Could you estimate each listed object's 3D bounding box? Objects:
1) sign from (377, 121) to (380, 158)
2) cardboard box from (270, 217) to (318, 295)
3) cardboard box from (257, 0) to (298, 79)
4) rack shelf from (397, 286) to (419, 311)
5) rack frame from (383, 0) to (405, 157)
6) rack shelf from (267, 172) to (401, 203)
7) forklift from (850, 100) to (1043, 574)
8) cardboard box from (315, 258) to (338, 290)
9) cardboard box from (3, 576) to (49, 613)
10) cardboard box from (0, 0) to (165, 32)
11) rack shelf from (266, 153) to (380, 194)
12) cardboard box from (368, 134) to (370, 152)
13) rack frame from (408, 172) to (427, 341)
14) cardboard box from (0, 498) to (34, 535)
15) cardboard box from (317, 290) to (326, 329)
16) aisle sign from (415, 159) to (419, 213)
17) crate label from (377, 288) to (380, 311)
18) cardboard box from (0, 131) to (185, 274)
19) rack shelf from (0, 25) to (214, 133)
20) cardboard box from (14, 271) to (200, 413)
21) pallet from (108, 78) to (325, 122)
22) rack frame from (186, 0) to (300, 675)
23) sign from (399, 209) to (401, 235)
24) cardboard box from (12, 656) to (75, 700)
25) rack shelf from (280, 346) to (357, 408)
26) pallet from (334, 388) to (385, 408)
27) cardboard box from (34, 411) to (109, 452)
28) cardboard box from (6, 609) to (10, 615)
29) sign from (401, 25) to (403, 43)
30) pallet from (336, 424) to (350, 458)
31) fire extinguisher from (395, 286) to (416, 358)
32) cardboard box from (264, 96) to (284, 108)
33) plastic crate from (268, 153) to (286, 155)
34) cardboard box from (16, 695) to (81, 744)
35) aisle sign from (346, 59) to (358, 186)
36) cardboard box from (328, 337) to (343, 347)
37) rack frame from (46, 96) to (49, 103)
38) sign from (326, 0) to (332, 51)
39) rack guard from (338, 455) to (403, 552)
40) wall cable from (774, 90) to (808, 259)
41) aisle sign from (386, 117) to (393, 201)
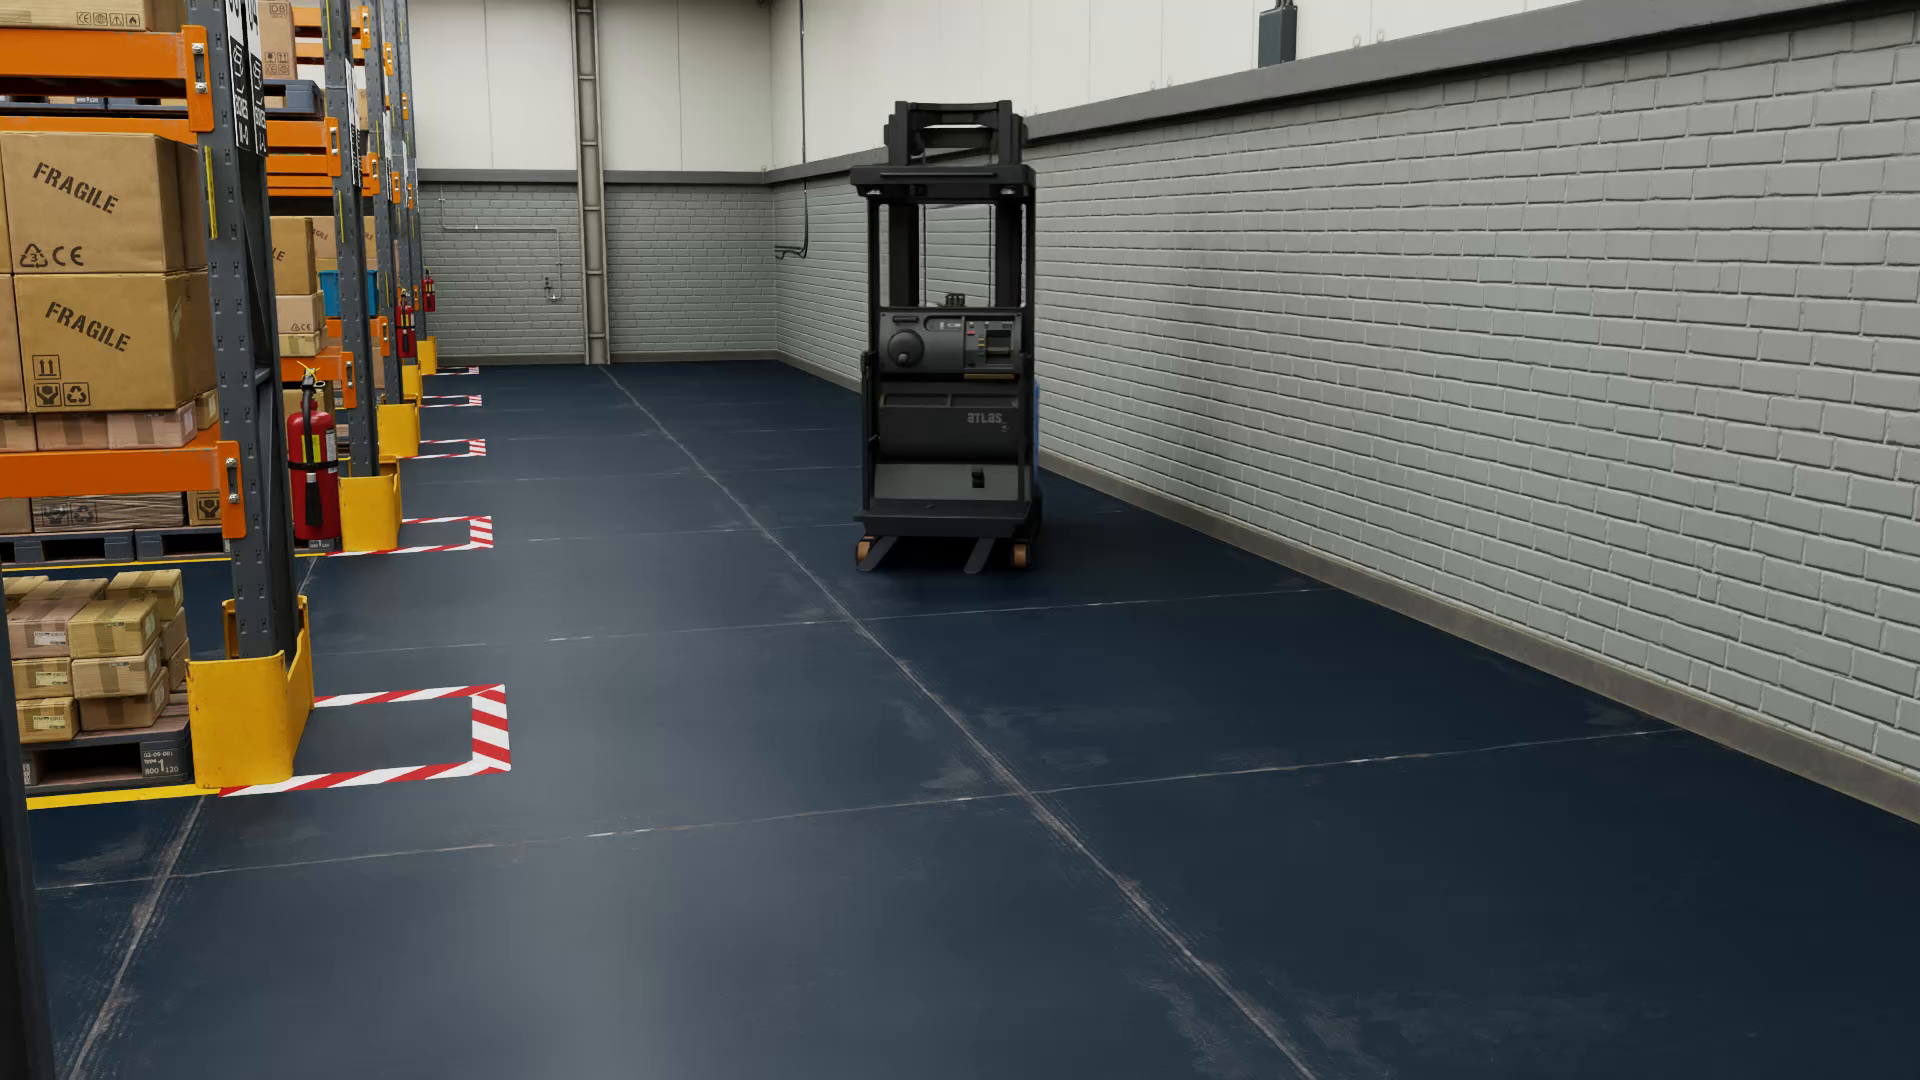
[{"bbox_3d":[-5.357,-3.690,15.309,0.005,0.325,0.100,-3,11,-16],"label":"sign"},{"bbox_3d":[-4.536,-1.871,10.946,0.500,0.500,0.500,-3,11,-15],"label":"cardboard box"},{"bbox_3d":[-4.626,-3.244,10.888,0.500,0.500,0.700,-4,11,-19],"label":"cardboard box"},{"bbox_3d":[-10.216,-3.628,24.956,4.000,0.370,1.077,-3,11,-16],"label":"rack shelf"},{"bbox_3d":[-6.907,-6.173,20.221,0.127,3.000,1.000,-3,11,-16],"label":"rack frame"},{"bbox_3d":[-8.828,-4.242,20.008,4.000,0.370,1.077,-3,11,-16],"label":"rack shelf"},{"bbox_3d":[-0.081,-1.318,10.608,1.130,2.935,3.031,1,10,6],"label":"forklift"},{"bbox_3d":[-7.758,-3.174,20.229,0.500,0.500,0.500,-3,11,-15],"label":"cardboard box"},{"bbox_3d":[-3.959,0.263,6.903,0.250,0.149,0.380,-3,11,-16],"label":"cardboard box"},{"bbox_3d":[-3.215,-1.965,6.065,0.500,0.250,0.500,-3,11,-17],"label":"cardboard box"},{"bbox_3d":[-7.447,-3.381,15.330,4.000,0.370,1.077,-3,11,-16],"label":"rack shelf"},{"bbox_3d":[-7.329,-4.799,20.079,0.500,0.250,0.500,-3,11,-16],"label":"cardboard box"},{"bbox_3d":[-8.295,-4.083,25.441,0.127,3.000,1.000,-3,11,-16],"label":"rack frame"},{"bbox_3d":[-6.462,-0.524,10.817,0.875,0.875,0.875,-3,11,-16],"label":"cardboard box"},{"bbox_3d":[-4.678,-1.595,11.519,0.500,0.250,0.500,-3,11,-17],"label":"cardboard box"},{"bbox_3d":[-8.142,-5.313,24.942,0.004,0.787,0.394,-3,11,-16],"label":"aisle sign"},{"bbox_3d":[-5.855,-2.353,16.339,0.303,0.233,0.416,-3,11,-16],"label":"crate label"},{"bbox_3d":[-3.223,-1.253,6.210,0.500,0.500,0.500,-3,11,-17],"label":"cardboard box"},{"bbox_3d":[-4.773,-1.653,5.941,4.000,0.370,1.077,-3,11,-16],"label":"rack shelf"},{"bbox_3d":[-3.212,-0.761,6.295,0.500,0.500,0.500,-3,11,-15],"label":"cardboard box"},{"bbox_3d":[-4.851,-2.892,10.932,1.213,0.211,1.003,-3,11,-16],"label":"pallet"},{"bbox_3d":[-2.853,-0.633,6.698,0.127,3.000,1.000,-3,11,-16],"label":"rack frame"},{"bbox_3d":[-6.771,-3.850,20.101,0.005,0.325,0.100,-3,11,-16],"label":"sign"},{"bbox_3d":[-3.546,0.497,6.455,0.250,0.149,0.380,-3,11,-17],"label":"cardboard box"},{"bbox_3d":[-6.062,-1.045,10.924,4.000,0.370,1.077,-3,11,-16],"label":"rack shelf"},{"bbox_3d":[-7.745,-1.806,20.776,1.213,0.211,1.003,-3,11,-16],"label":"pallet"},{"bbox_3d":[-3.336,-0.437,6.331,0.250,0.149,0.380,-3,11,-16],"label":"cardboard box"},{"bbox_3d":[-3.761,0.379,6.273,0.250,0.149,0.380,-3,11,-17],"label":"cardboard box"},{"bbox_3d":[-8.157,-7.437,24.290,0.005,0.325,0.100,-3,11,-16],"label":"sign"},{"bbox_3d":[-6.329,-0.955,16.148,1.213,0.211,1.003,-3,11,-16],"label":"pallet"},{"bbox_3d":[-5.255,-2.068,15.739,0.183,0.674,0.296,-3,11,-16],"label":"fire extinguisher"},{"bbox_3d":[-8.350,-5.155,19.940,0.500,0.500,0.700,-3,11,-16],"label":"cardboard box"},{"bbox_3d":[-6.394,-3.632,15.293,0.336,0.188,0.450,-3,11,-16],"label":"plastic crate"},{"bbox_3d":[-3.518,0.657,6.410,0.250,0.149,0.380,-3,11,-14],"label":"cardboard box"},{"bbox_3d":[-3.989,-2.730,10.910,0.004,0.787,0.394,-3,11,-16],"label":"aisle sign"},{"bbox_3d":[-9.420,-2.982,25.205,0.500,0.500,0.700,-3,11,-16],"label":"cardboard box"},{"bbox_3d":[-10.748,-5.970,19.122,0.127,3.000,1.000,-3,11,-16],"label":"rack frame"},{"bbox_3d":[-4.004,-3.277,10.548,0.005,0.325,0.100,-3,11,-16],"label":"sign"},{"bbox_3d":[-4.119,-0.272,11.642,0.348,0.500,1.175,-3,11,-16],"label":"rack guard"},{"bbox_3d":[-2.765,-5.730,26.396,0.112,2.526,3.097,-3,11,-16],"label":"wall cable"},{"bbox_3d":[-5.540,-3.695,16.151,0.004,0.787,0.394,-3,11,-16],"label":"aisle sign"}]
